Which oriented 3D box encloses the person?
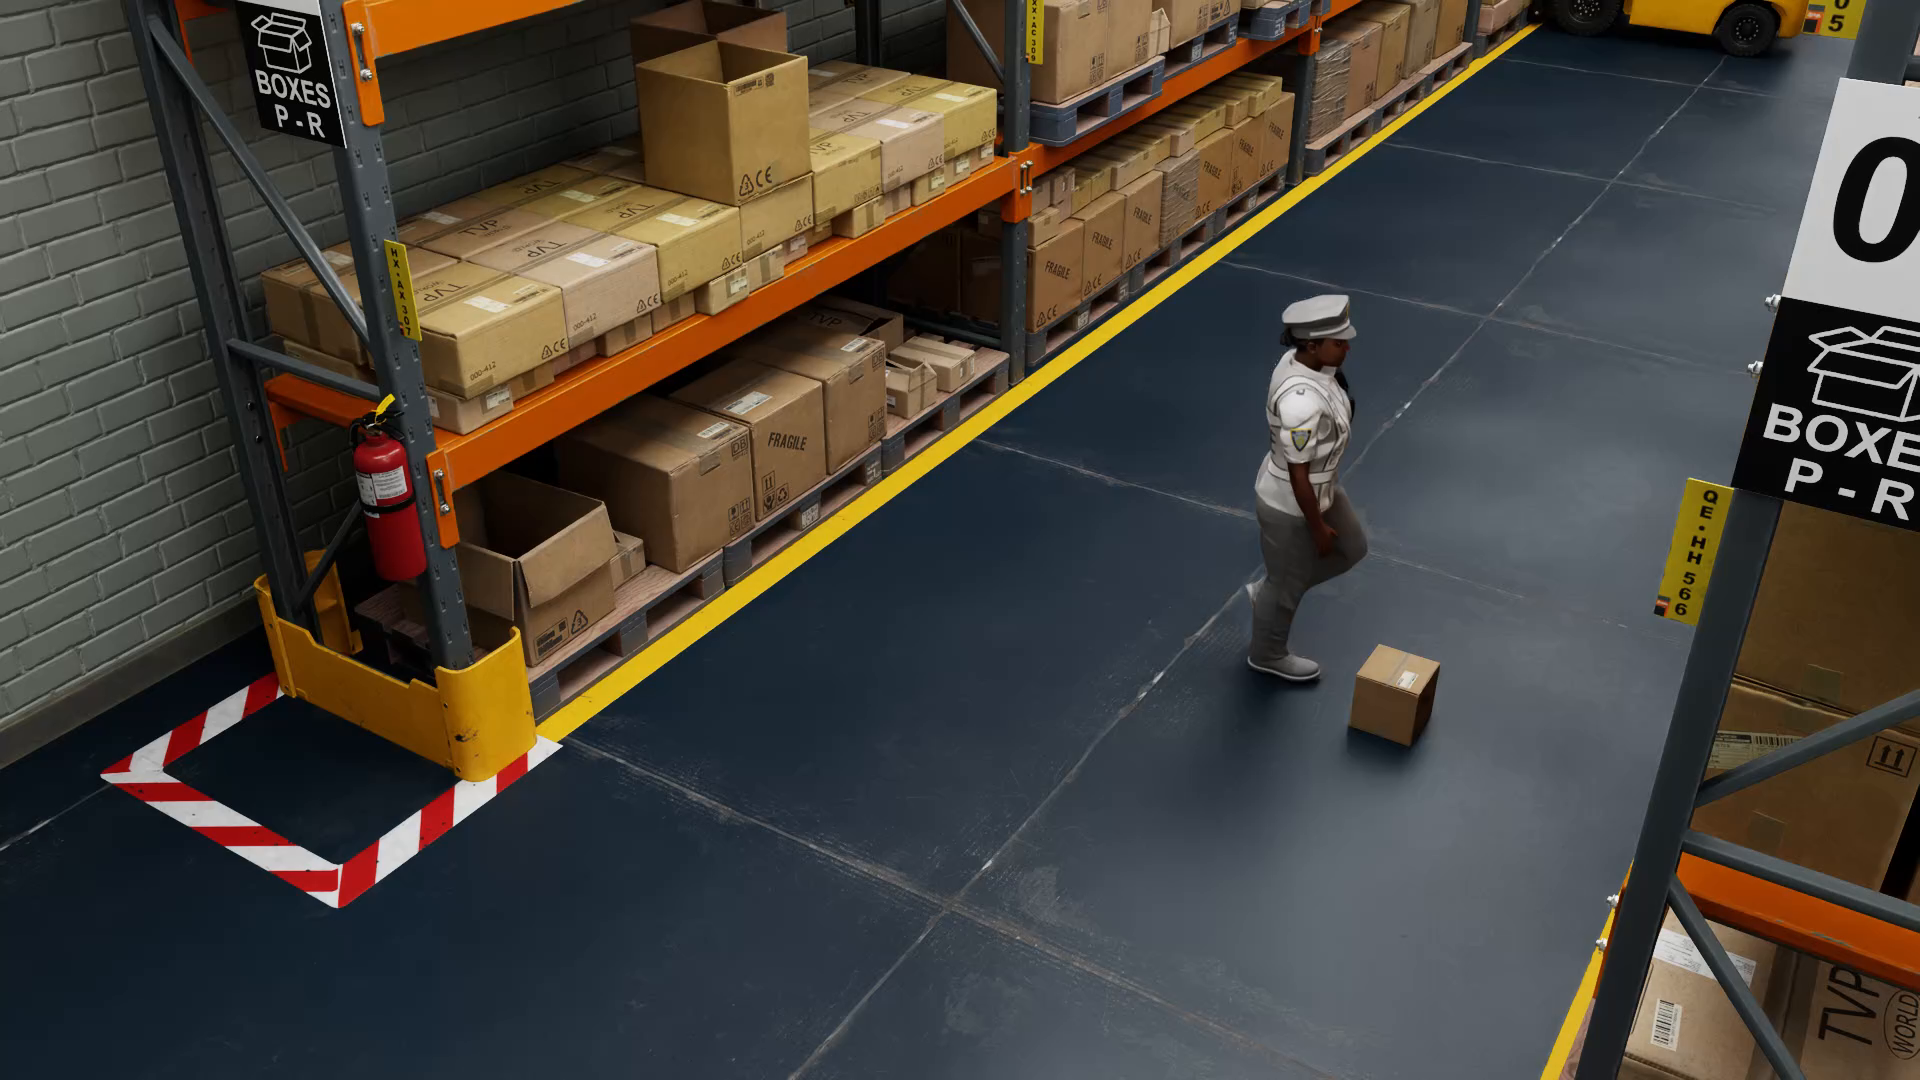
[{"bbox_3d":[1.350,-0.159,6.343,0.445,1.678,0.531,9,32,15],"label":"person"}]
